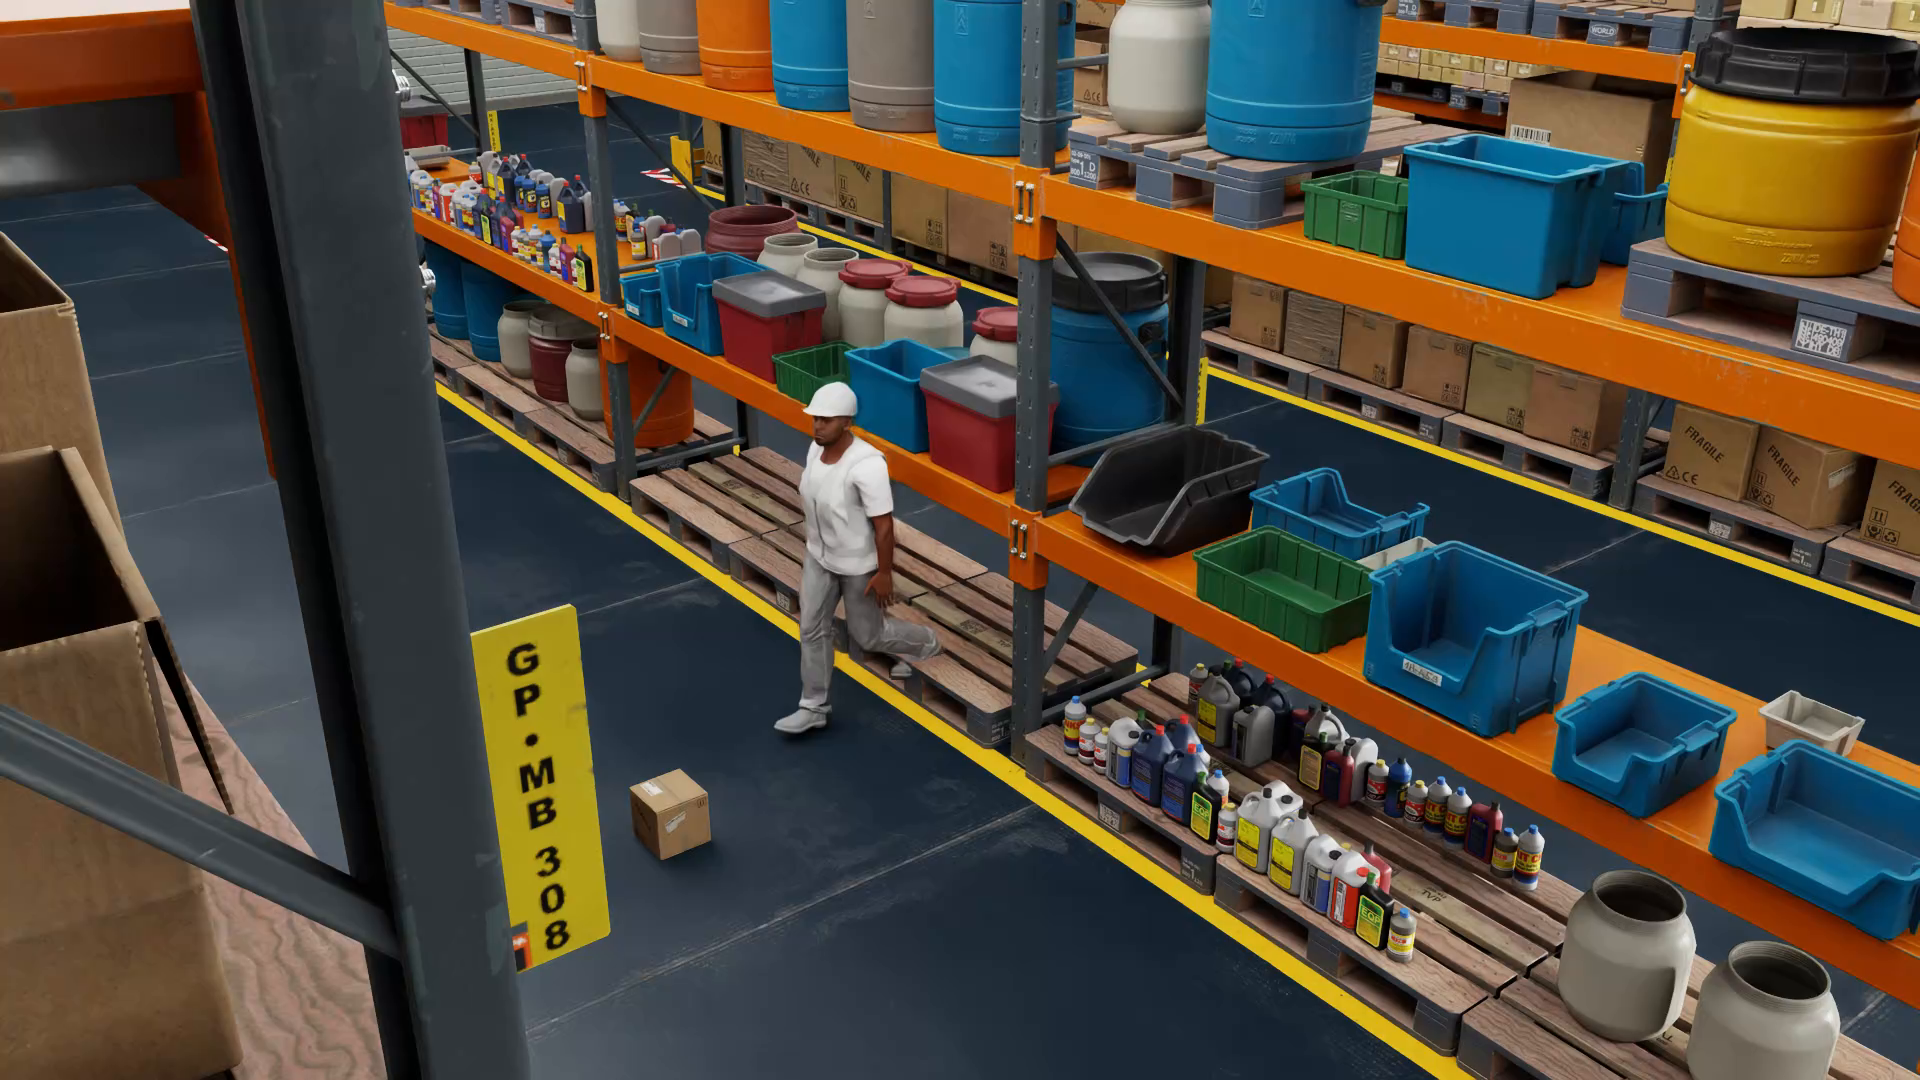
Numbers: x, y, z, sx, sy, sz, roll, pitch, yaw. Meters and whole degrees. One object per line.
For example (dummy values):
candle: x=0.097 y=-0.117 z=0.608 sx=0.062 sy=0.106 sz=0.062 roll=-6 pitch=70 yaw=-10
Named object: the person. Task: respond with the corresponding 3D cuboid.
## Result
person: x=-0.497 y=0.073 z=7.938 sx=0.583 sy=1.742 sz=0.957 roll=22 pitch=33 yaw=39
